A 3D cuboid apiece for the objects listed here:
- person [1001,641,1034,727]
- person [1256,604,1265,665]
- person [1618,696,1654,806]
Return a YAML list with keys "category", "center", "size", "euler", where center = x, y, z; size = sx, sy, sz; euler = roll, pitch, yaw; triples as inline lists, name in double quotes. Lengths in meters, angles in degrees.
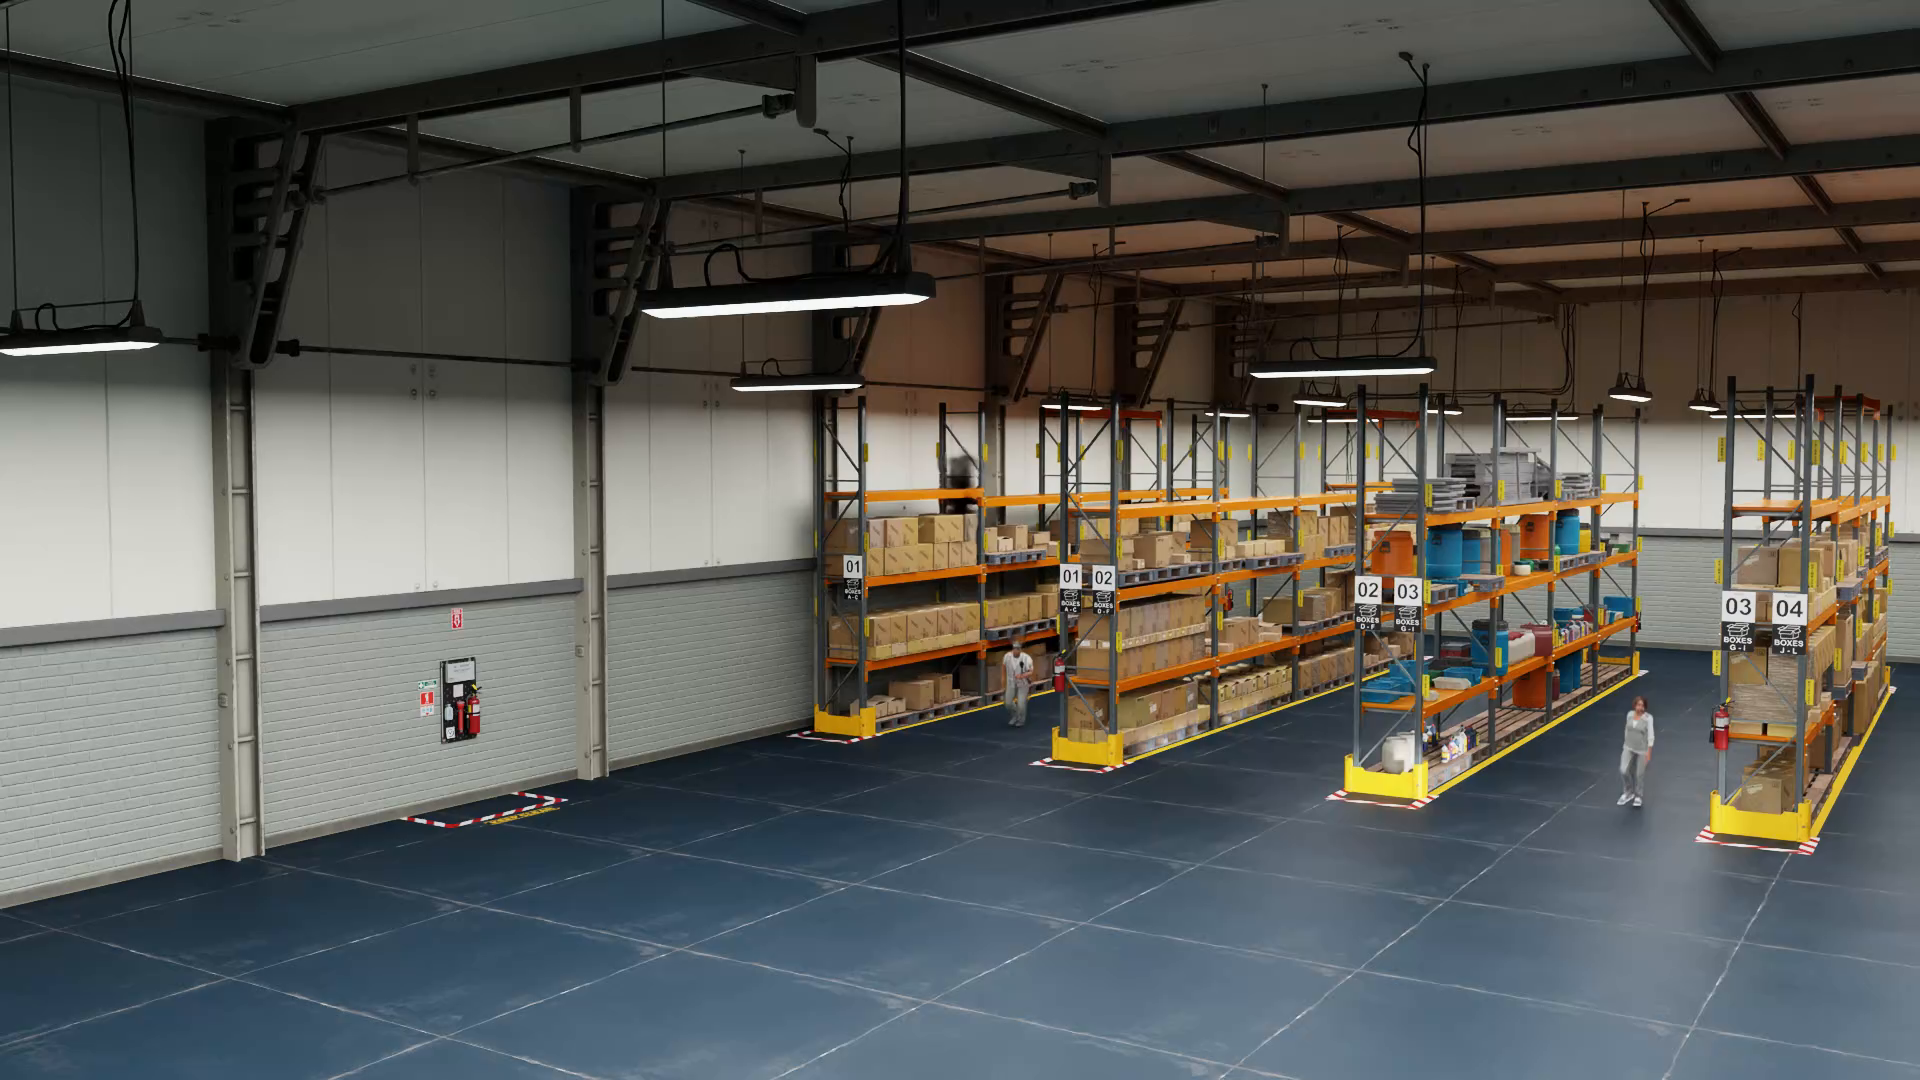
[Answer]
- category: "person"
  center: [1.024, 2.617, 30.202]
  size: [0.669, 1.637, 0.862]
  euler: [1, 3, 14]
- category: "person"
  center: [6.868, 2.227, 37.632]
  size: [0.598, 1.614, 0.677]
  euler: [1, 3, 19]
- category: "person"
  center: [9.529, 2.967, 23.386]
  size: [0.481, 1.578, 0.522]
  euler: [2, 4, 39]
